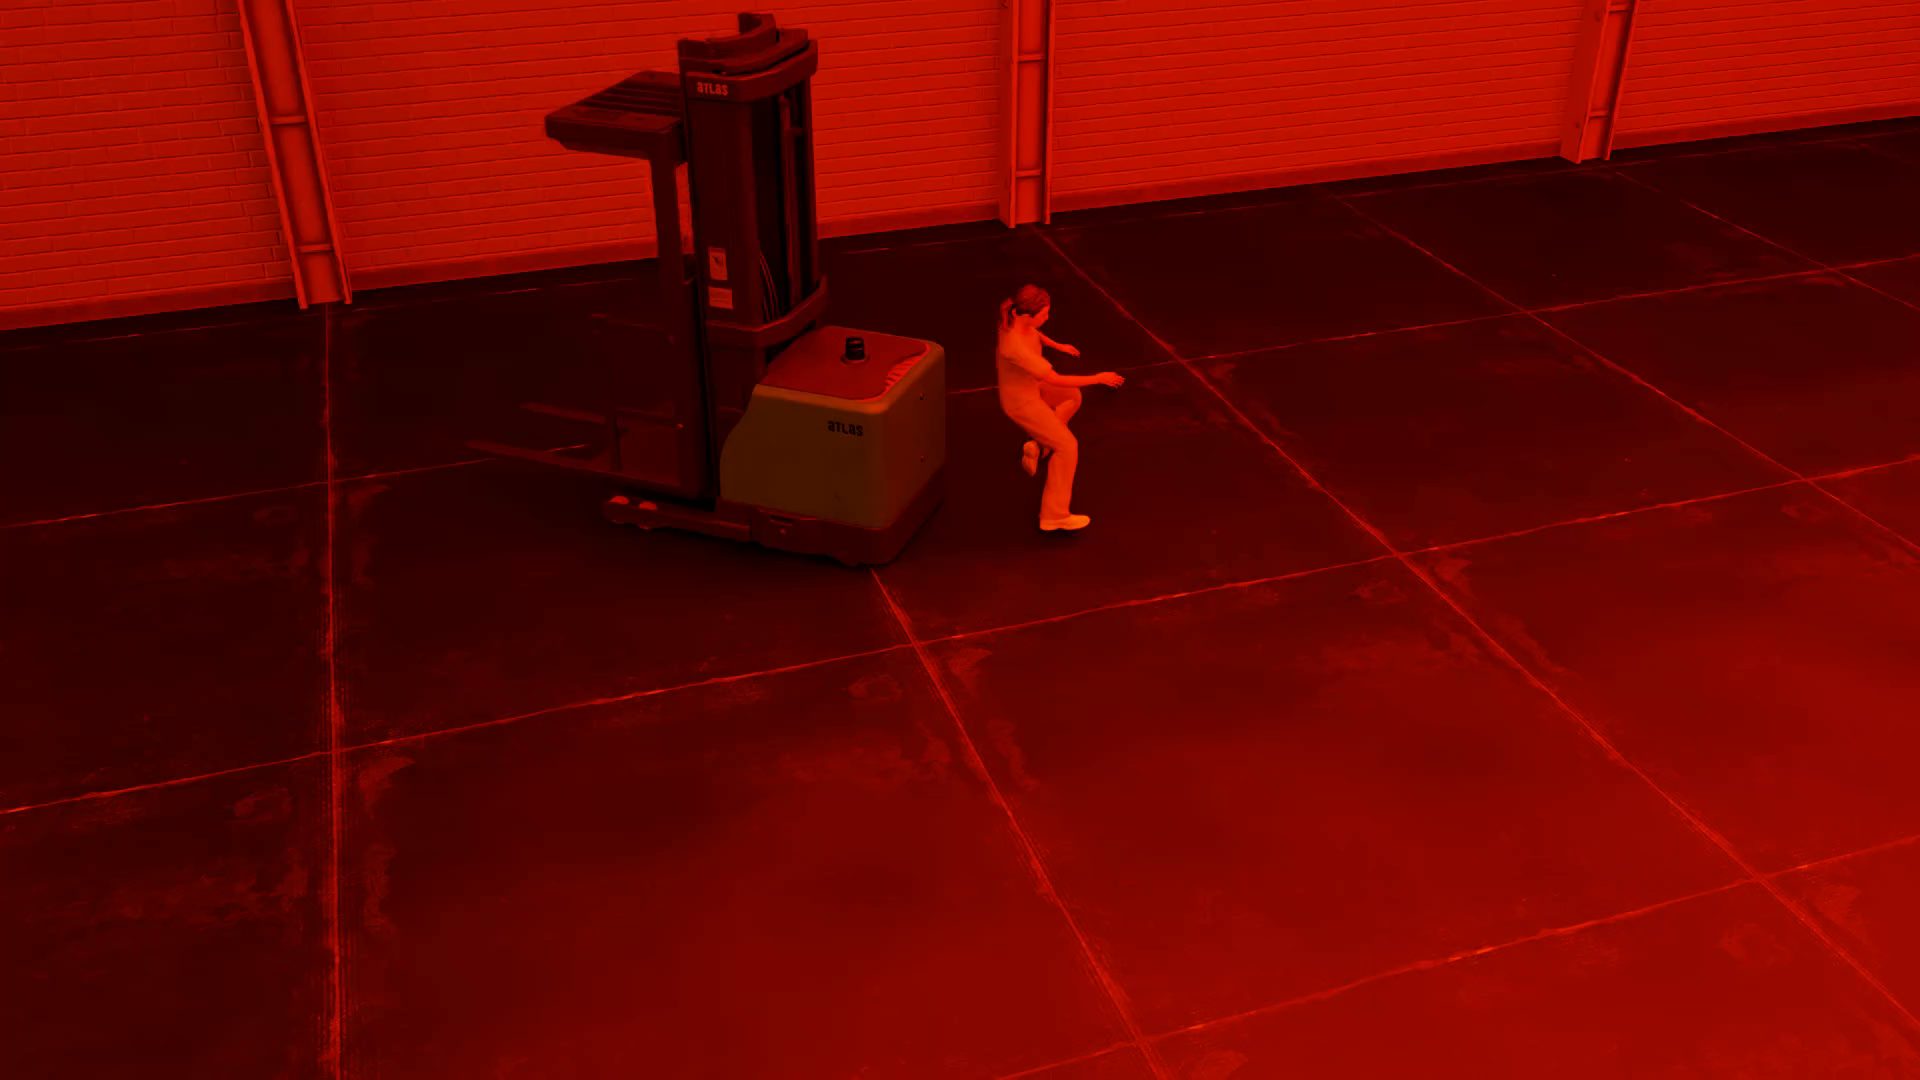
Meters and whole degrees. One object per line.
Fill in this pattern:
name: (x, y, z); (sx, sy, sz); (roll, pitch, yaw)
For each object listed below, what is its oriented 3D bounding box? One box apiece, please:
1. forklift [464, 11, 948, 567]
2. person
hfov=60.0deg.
forklift: (-1.647, -1.566, 9.809); (3.031, 2.935, 1.130); (11, 32, 18)
person: (0.580, -0.876, 10.010); (0.761, 1.455, 0.818); (0, 30, 0)
